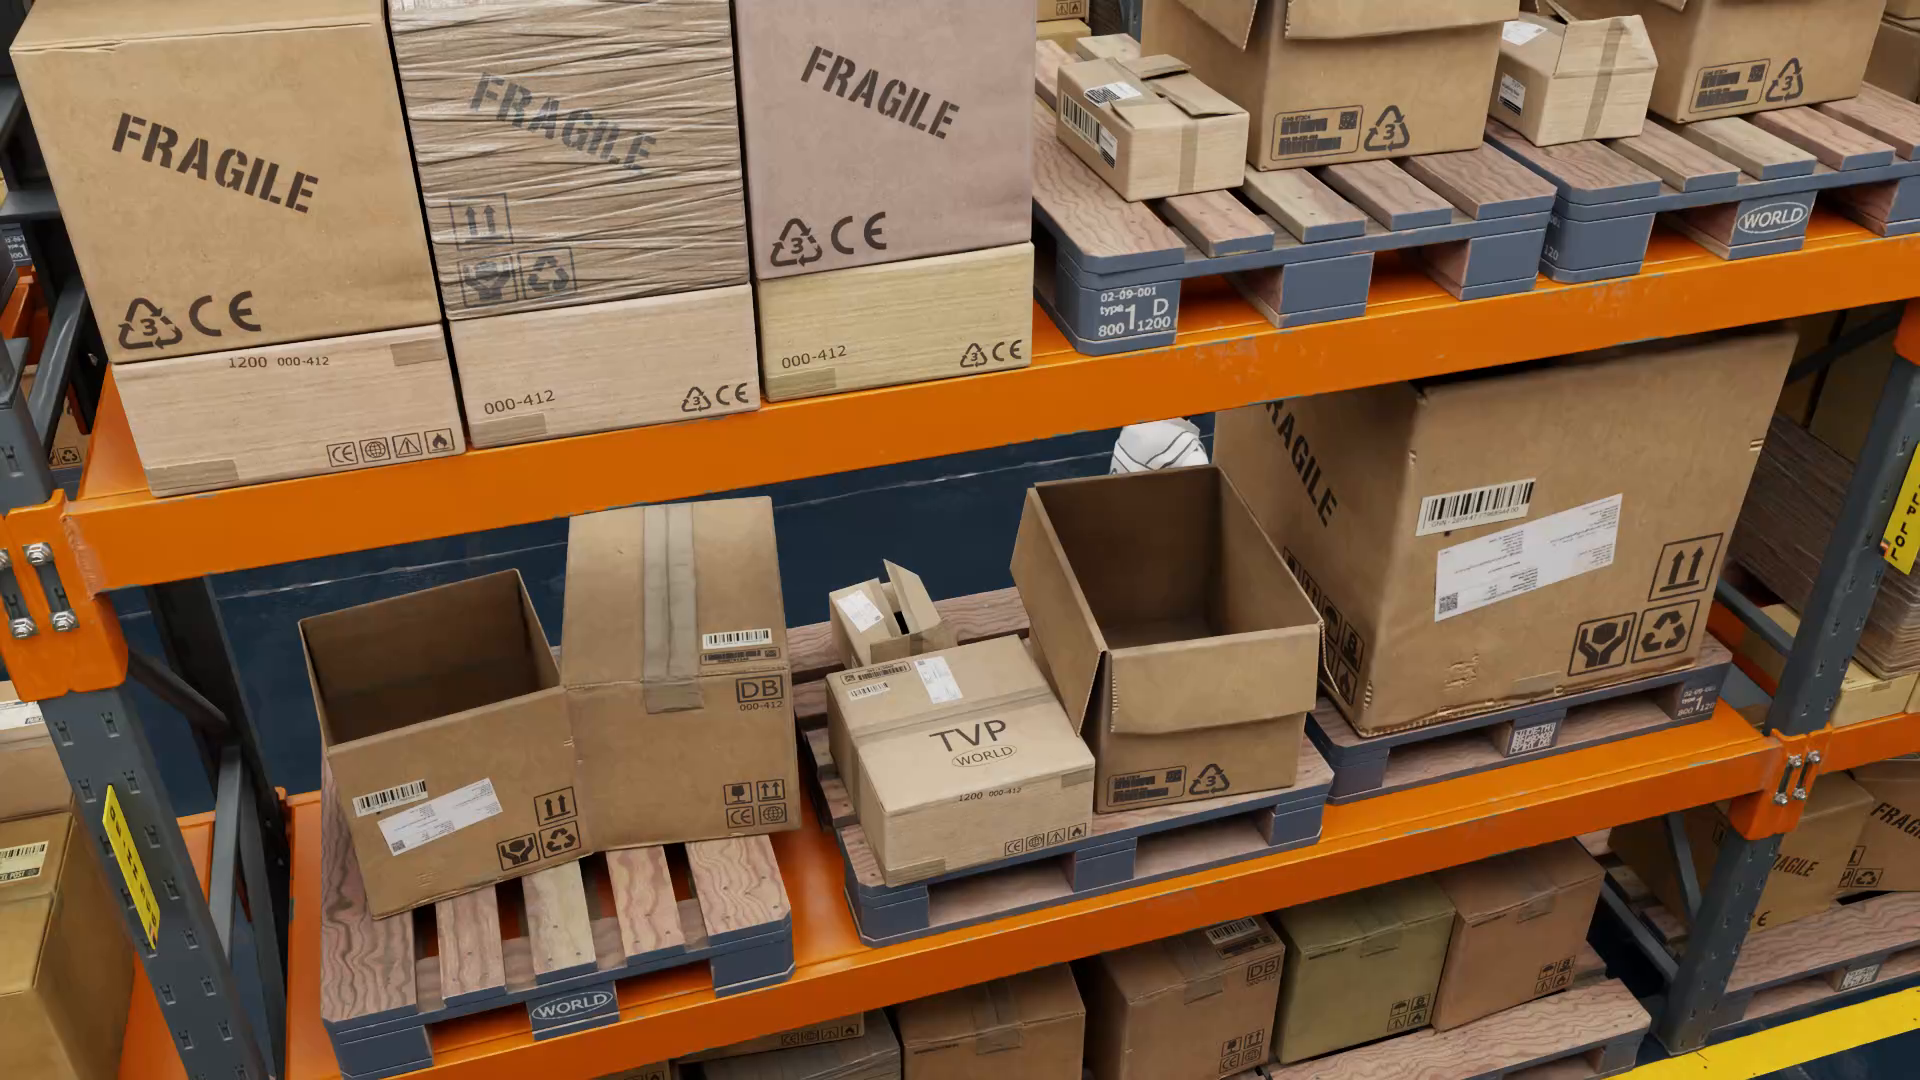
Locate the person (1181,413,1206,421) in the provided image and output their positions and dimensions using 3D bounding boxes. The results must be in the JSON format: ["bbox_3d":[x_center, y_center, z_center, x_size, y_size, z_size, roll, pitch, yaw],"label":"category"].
[{"bbox_3d":[0.760,0.075,6.028,0.320,1.664,0.531,-12,36,-17],"label":"person"}]
